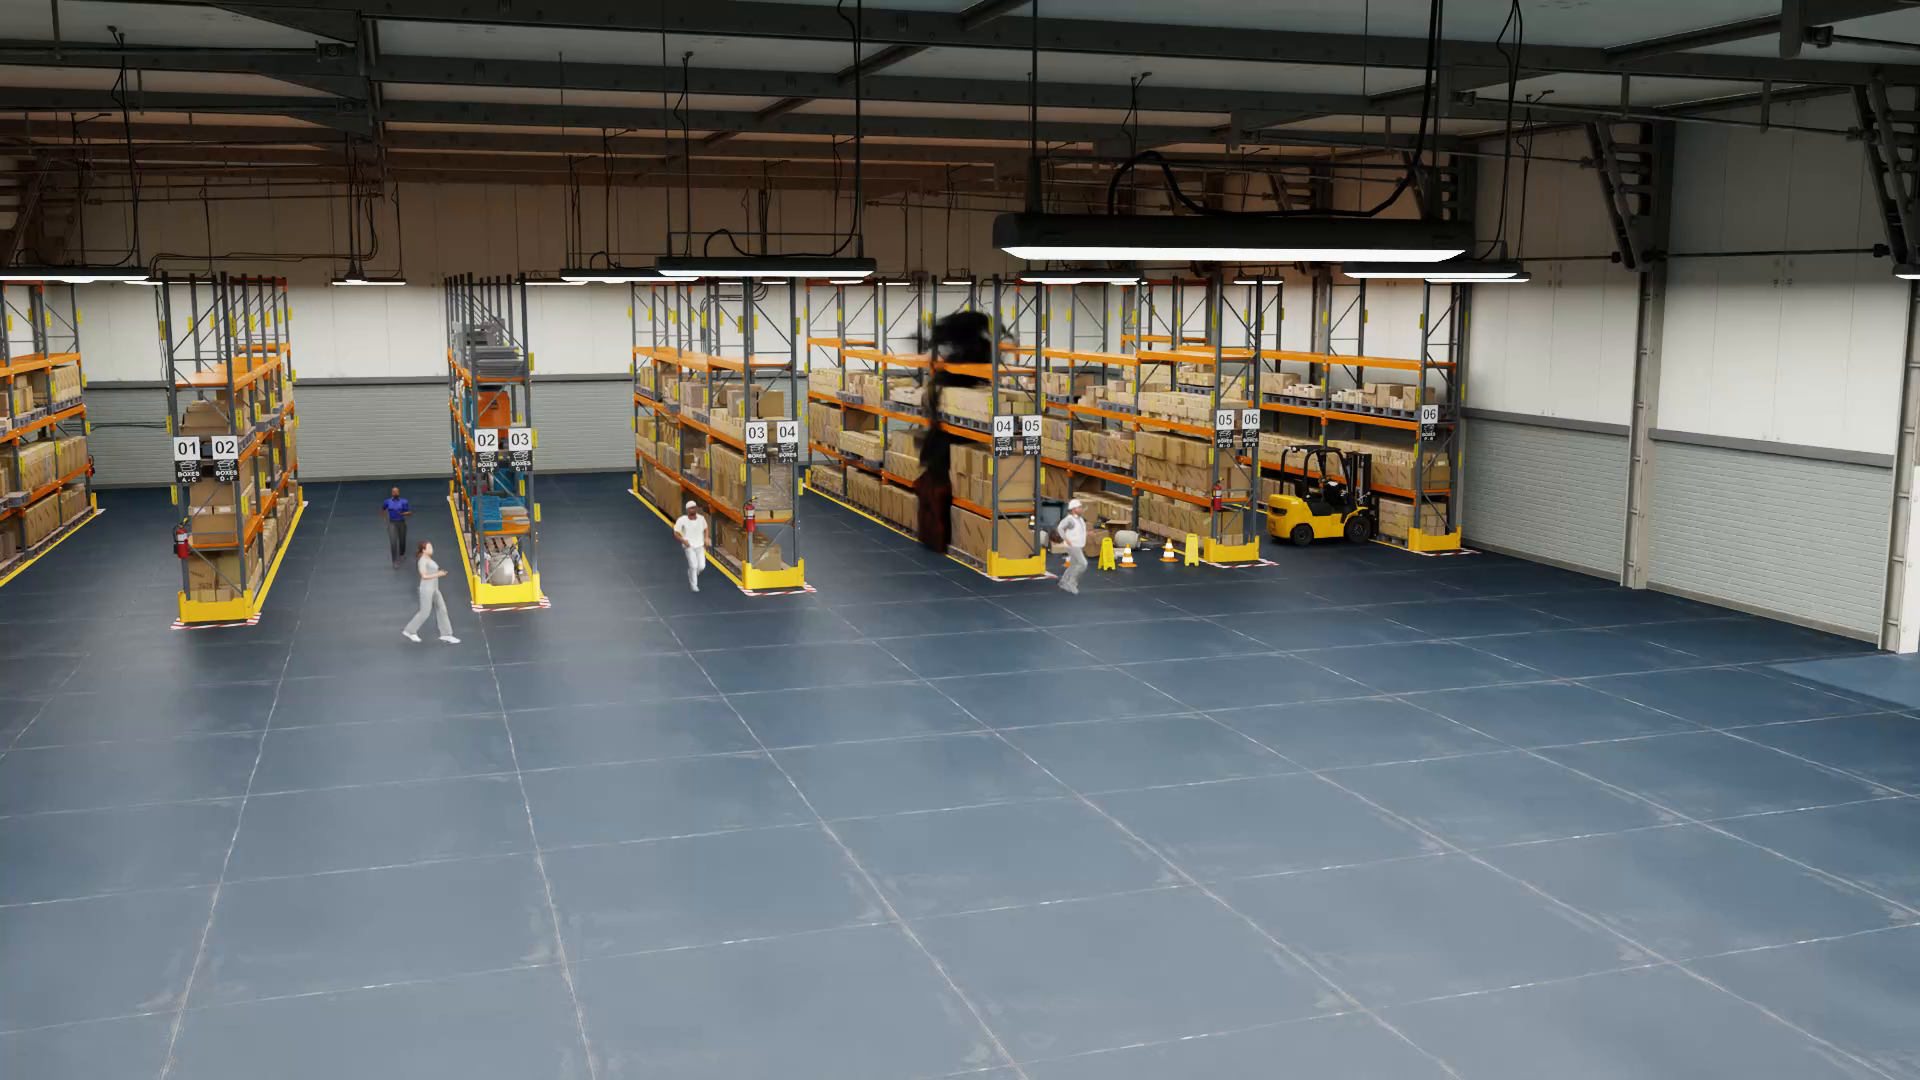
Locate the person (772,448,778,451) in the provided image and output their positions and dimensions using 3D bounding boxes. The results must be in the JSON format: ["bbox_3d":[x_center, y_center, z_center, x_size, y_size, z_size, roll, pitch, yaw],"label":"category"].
[{"bbox_3d":[-5.320,-2.256,46.859,0.718,1.653,0.603,0,9,-1],"label":"person"}]

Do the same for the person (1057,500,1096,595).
[{"bbox_3d":[2.191,0.135,31.399,0.726,1.789,0.633,5,10,28],"label":"person"}]

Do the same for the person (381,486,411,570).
[{"bbox_3d":[-11.609,-0.267,34.293,0.570,1.637,0.910,-3,9,-21],"label":"person"}]

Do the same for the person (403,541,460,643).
[{"bbox_3d":[-8.549,0.841,26.814,0.853,1.685,0.559,0,9,1],"label":"person"}]

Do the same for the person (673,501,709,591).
[{"bbox_3d":[-5.106,0.101,31.681,0.727,1.717,0.612,-6,10,-34],"label":"person"}]
